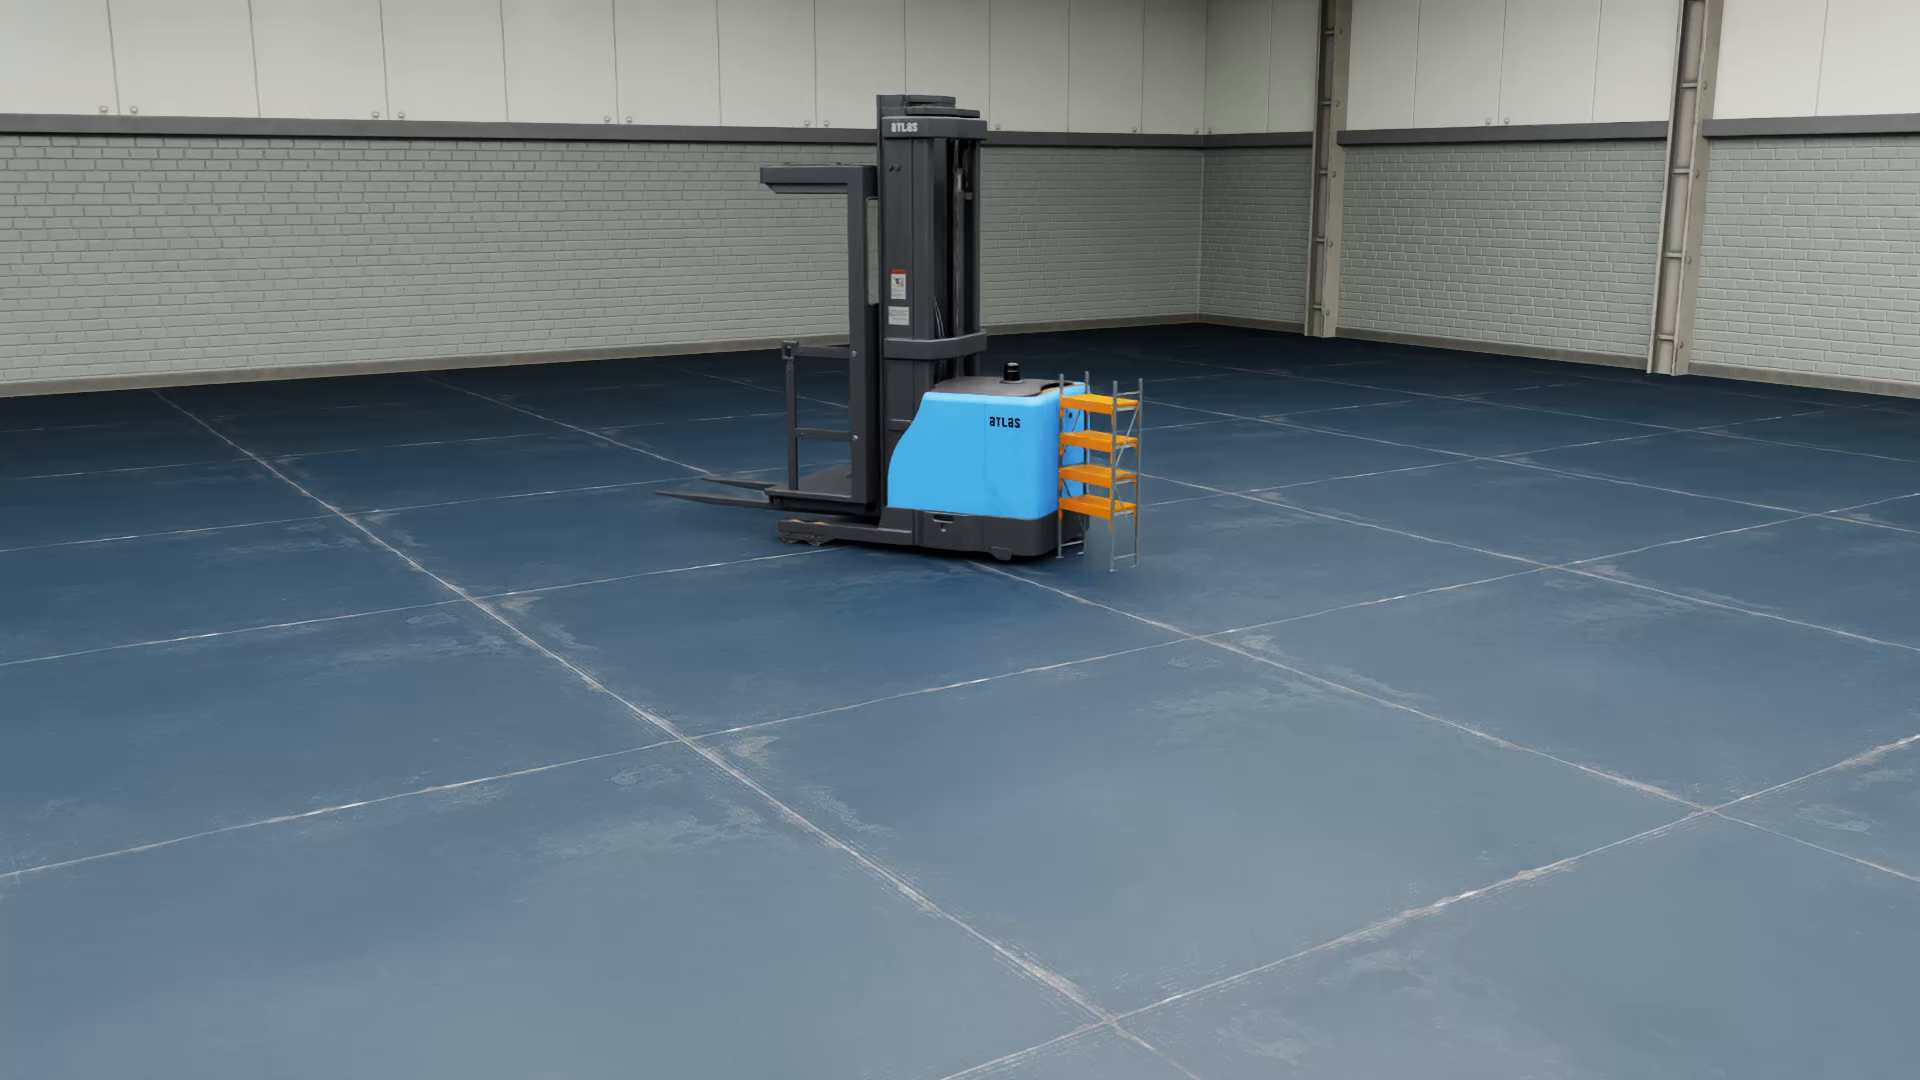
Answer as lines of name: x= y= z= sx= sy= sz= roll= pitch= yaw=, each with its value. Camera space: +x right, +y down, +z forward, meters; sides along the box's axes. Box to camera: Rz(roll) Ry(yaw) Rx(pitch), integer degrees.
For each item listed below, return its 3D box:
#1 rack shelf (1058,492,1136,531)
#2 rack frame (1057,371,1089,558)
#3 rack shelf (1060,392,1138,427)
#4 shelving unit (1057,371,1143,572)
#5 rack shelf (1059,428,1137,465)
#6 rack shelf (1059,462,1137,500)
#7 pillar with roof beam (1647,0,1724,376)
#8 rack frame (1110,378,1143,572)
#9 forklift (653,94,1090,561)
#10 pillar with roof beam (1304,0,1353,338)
rack shelf: x=0.885 y=-0.183 z=10.634 sx=0.258 sy=0.148 sz=0.480 roll=-10 pitch=16 yaw=-38
rack frame: x=0.731 y=-0.483 z=10.763 sx=0.240 sy=1.200 sz=0.015 roll=-10 pitch=16 yaw=-38
rack shelf: x=0.885 y=-0.827 z=10.493 sx=0.258 sy=0.148 sz=0.480 roll=-10 pitch=16 yaw=-38
shelving unit: x=0.885 y=-0.443 z=10.577 sx=0.258 sy=1.200 sz=0.503 roll=-10 pitch=16 yaw=-38
rack shelf: x=0.885 y=-0.595 z=10.544 sx=0.258 sy=0.148 sz=0.480 roll=-10 pitch=16 yaw=-38
rack shelf: x=0.885 y=-0.377 z=10.592 sx=0.258 sy=0.148 sz=0.480 roll=-10 pitch=16 yaw=-38
pillar with roof beam: x=5.341 y=-5.988 z=17.679 sx=9.100 sy=9.000 sz=0.400 roll=-8 pitch=15 yaw=-33
rack frame: x=1.038 y=-0.402 z=10.392 sx=0.240 sy=1.200 sz=0.015 roll=-10 pitch=16 yaw=-38
forklift: x=-0.676 y=-1.487 z=11.300 sx=3.031 sy=2.935 sz=1.130 roll=6 pitch=13 yaw=24
pillar with roof beam: x=2.016 y=-7.055 z=22.559 sx=9.100 sy=9.000 sz=0.400 roll=-8 pitch=15 yaw=-33
